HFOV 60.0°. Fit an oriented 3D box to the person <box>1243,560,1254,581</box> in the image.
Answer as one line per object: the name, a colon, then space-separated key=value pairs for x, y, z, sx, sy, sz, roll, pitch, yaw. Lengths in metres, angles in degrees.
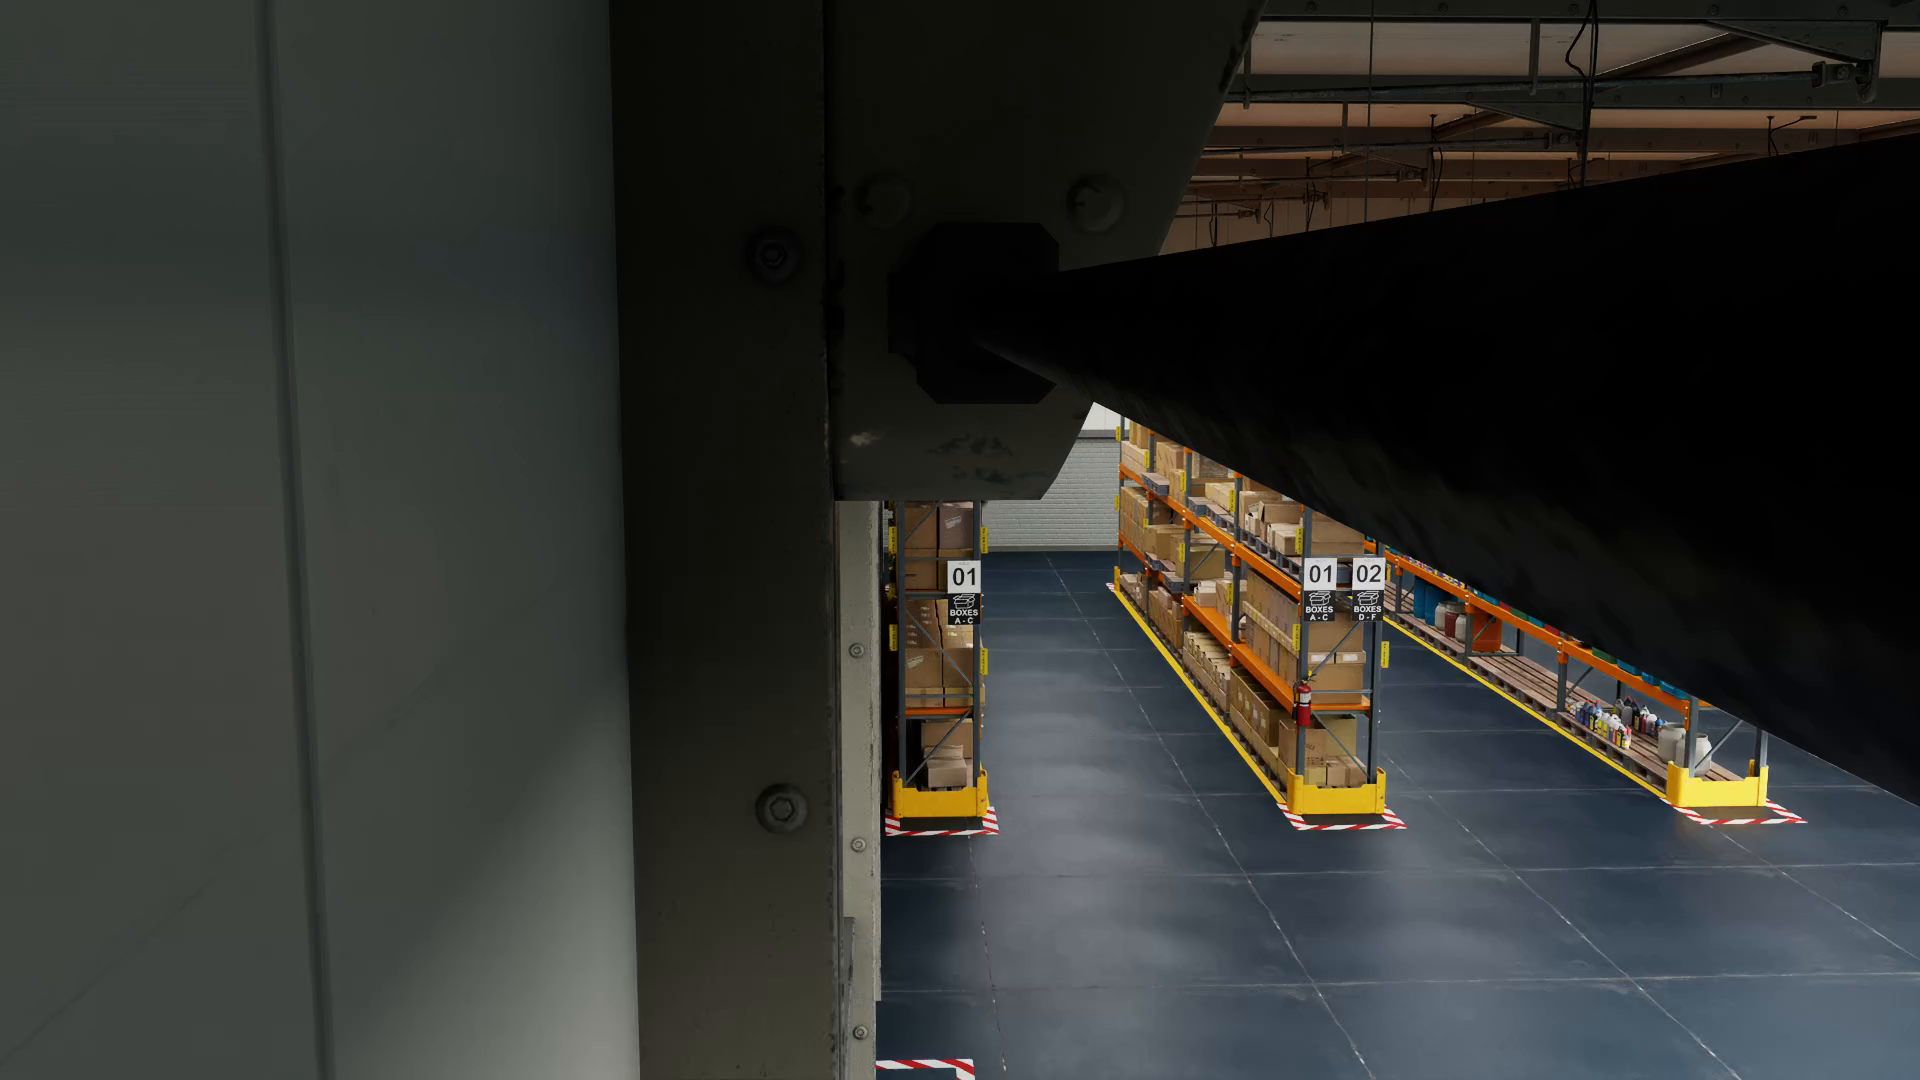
person: x=6.062 y=0.468 z=34.746 sx=0.657 sy=1.762 sz=0.822 roll=-2 pitch=9 yaw=-16
